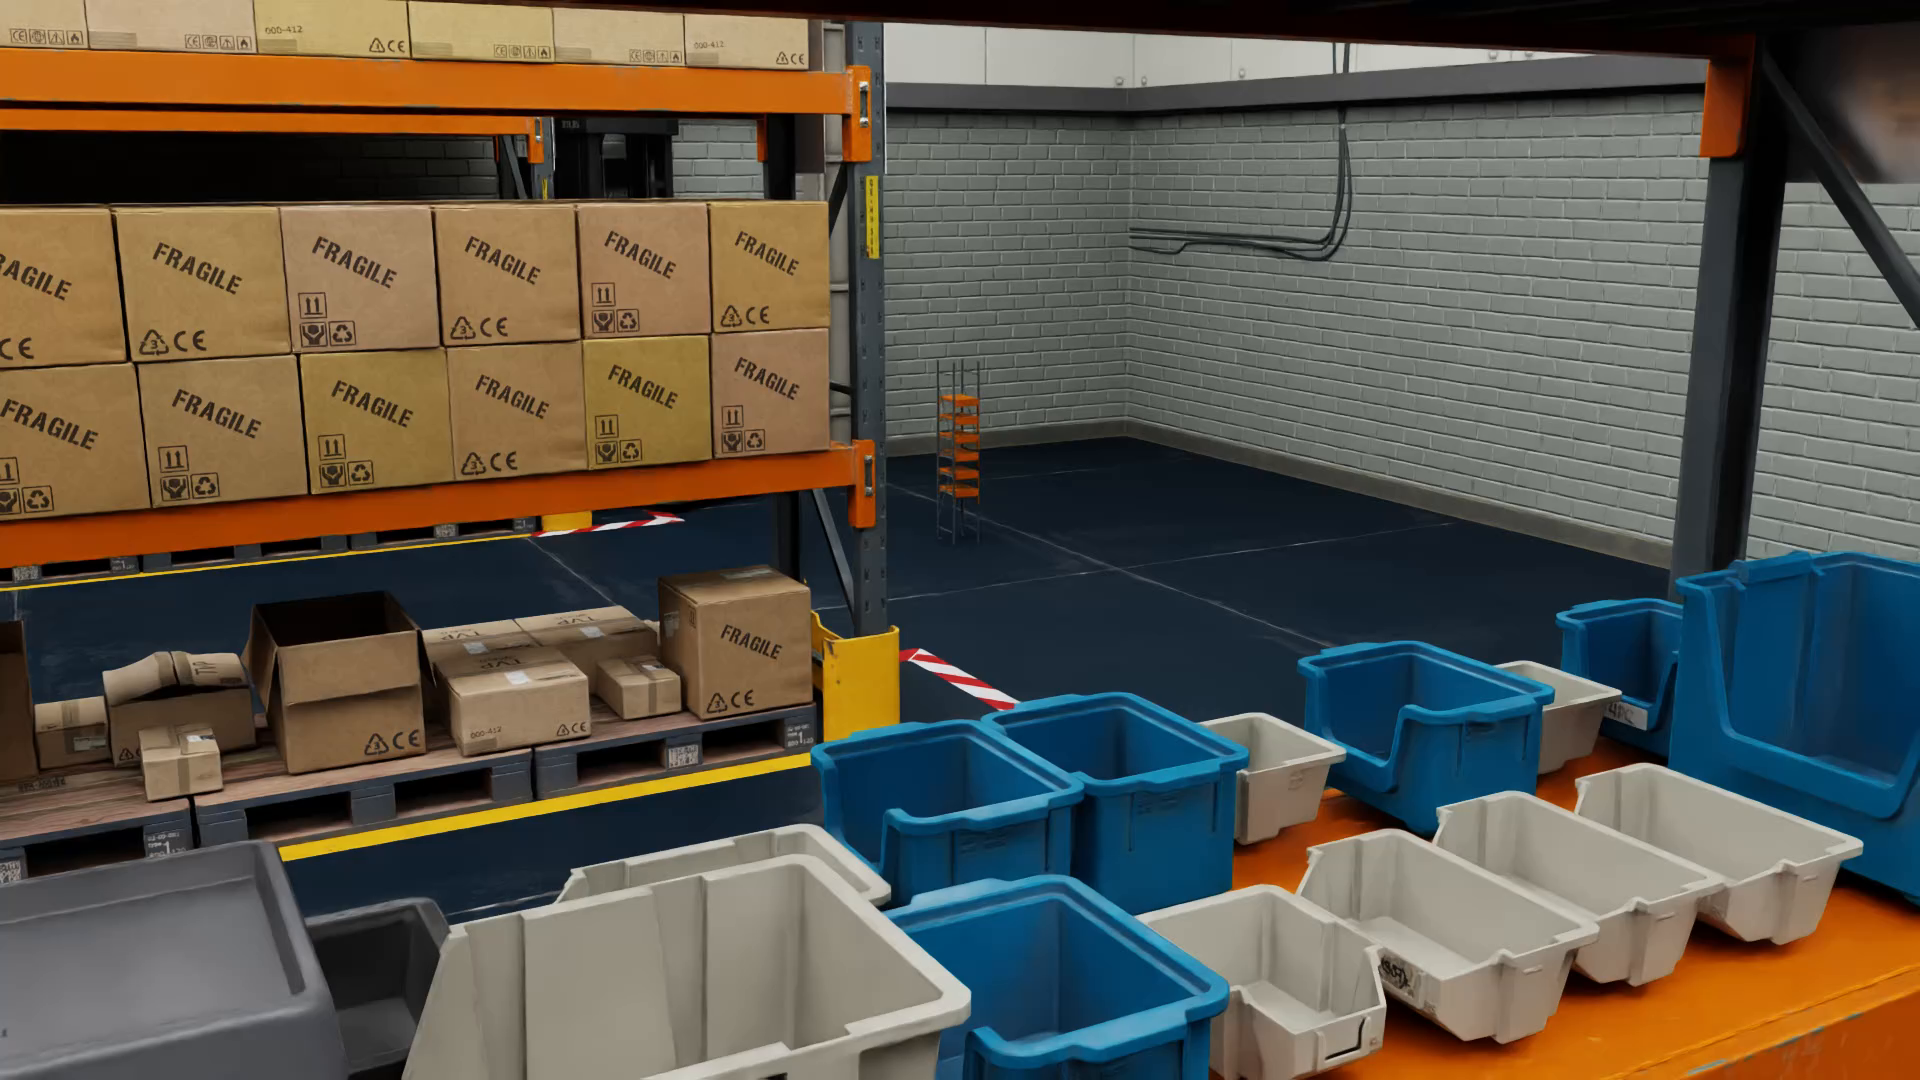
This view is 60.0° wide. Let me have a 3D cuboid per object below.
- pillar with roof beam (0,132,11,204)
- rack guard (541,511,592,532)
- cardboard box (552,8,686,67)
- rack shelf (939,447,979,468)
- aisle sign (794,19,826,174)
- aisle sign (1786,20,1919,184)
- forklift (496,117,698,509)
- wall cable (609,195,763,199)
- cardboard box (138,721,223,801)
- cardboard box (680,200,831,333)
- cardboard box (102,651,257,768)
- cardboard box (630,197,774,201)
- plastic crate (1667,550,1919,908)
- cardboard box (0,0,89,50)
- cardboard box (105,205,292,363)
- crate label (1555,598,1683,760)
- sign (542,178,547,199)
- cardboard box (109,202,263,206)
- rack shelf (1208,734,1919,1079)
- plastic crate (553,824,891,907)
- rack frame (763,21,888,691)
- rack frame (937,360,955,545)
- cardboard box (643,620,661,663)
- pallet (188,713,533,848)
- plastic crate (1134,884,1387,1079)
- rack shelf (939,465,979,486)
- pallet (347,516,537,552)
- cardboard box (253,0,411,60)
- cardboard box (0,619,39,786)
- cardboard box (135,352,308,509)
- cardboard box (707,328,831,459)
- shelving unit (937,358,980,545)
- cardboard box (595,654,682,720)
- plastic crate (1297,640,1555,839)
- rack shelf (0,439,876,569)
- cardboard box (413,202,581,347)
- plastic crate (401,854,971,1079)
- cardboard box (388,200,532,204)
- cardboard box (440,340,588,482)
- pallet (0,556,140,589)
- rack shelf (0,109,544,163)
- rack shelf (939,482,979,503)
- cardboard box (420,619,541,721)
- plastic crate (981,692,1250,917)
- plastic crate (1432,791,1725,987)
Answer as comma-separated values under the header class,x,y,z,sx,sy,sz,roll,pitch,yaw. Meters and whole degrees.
class,x,y,z,sx,sy,sz,roll,pitch,yaw
pillar with roof beam,-4.226,-3.558,6.425,0.400,9.000,9.100,-7,14,-28
rack guard,-2.957,-0.425,11.858,0.348,0.500,1.175,-7,14,-28
cardboard box,-1.370,-1.922,6.329,0.500,0.250,0.500,-7,14,-28
rack shelf,-0.013,-0.540,10.980,0.180,0.103,0.258,-7,14,-28
aisle sign,-0.682,-2.020,7.330,0.004,0.787,0.394,-7,14,-28
aisle sign,1.690,-1.066,3.091,0.004,0.787,0.394,-7,14,-28
forklift,-2.977,-1.886,12.814,3.031,2.935,1.130,9,15,34
wall cable,-2.307,-2.454,12.869,1.851,1.984,0.084,-7,14,-28
cardboard box,-2.885,0.806,6.149,0.250,0.166,0.380,-7,14,-28
cardboard box,-0.860,-1.124,6.768,0.500,0.500,0.500,-7,14,-28
cardboard box,-3.090,0.637,6.569,0.500,0.311,0.500,-7,14,-28
cardboard box,-1.117,-1.228,7.230,0.500,0.500,0.500,-6,14,-26
plastic crate,1.565,0.292,2.762,0.499,0.435,0.616,-7,14,-28
cardboard box,-3.126,-1.712,5.395,0.500,0.250,0.500,-7,14,-28
cardboard box,-2.660,-0.907,5.802,0.500,0.500,0.500,-7,15,-30
crate label,1.395,0.282,3.267,0.303,0.233,0.416,-7,14,-28
sign,-2.730,-2.216,10.948,0.005,0.325,0.100,-7,14,-28
cardboard box,-2.901,-1.014,6.277,0.500,0.500,0.500,-7,14,-27
rack shelf,0.014,0.829,2.233,4.000,0.370,1.077,-7,14,-28
plastic crate,-0.357,0.547,2.313,0.466,0.136,0.293,-7,14,-28
rack frame,-0.601,-0.687,7.332,0.127,3.000,1.000,-7,14,-28
rack frame,-0.093,-0.574,10.928,0.006,1.200,0.240,-7,14,-28
cardboard box,-1.353,0.484,7.576,0.250,0.166,0.380,-7,14,-28
pallet,-2.437,0.893,6.663,1.213,0.211,1.003,-7,14,-28
plastic crate,0.395,0.584,2.146,0.250,0.136,0.298,-7,14,-28
rack shelf,-0.013,-0.423,11.007,0.180,0.103,0.258,-7,14,-28
pallet,-3.642,-0.182,11.438,1.213,0.211,1.003,-7,14,-28
cardboard box,-2.249,-1.818,5.864,0.500,0.250,0.500,-7,14,-28
cardboard box,-3.748,0.624,6.198,0.500,0.500,0.500,-7,14,-28
cardboard box,-2.646,-0.423,5.930,0.500,0.500,0.500,-7,14,-28
cardboard box,-0.864,-0.637,6.879,0.500,0.500,0.500,-6,14,-26
shelving unit,-0.013,-0.584,10.971,0.189,1.200,0.258,-7,14,-28
cardboard box,-1.359,0.610,7.017,0.250,0.166,0.380,-7,14,-28
plastic crate,0.817,0.352,2.959,0.300,0.233,0.416,-7,14,-28
rack shelf,-2.357,-0.126,6.476,4.000,0.370,1.077,-7,14,-28
cardboard box,-1.756,-1.015,6.284,0.500,0.500,0.500,-6,14,-26
plastic crate,-0.313,0.592,1.781,0.530,0.282,0.437,-7,14,-28
cardboard box,-2.014,-1.120,6.749,0.500,0.500,0.500,-7,14,-27
cardboard box,-1.758,-0.530,6.404,0.500,0.500,0.500,-7,14,-27
pallet,-5.784,0.075,10.297,1.213,0.211,1.003,-7,14,-28
rack shelf,-4.733,-2.544,10.387,4.000,0.370,1.077,-7,14,-28
rack shelf,-0.013,-0.306,11.033,0.180,0.103,0.258,-7,14,-28
cardboard box,-2.092,0.547,7.107,0.500,0.250,0.500,-7,14,-28
plastic crate,0.239,0.421,2.651,0.300,0.233,0.416,-7,14,-28
plastic crate,0.879,0.515,2.452,0.243,0.136,0.396,-7,14,-28
